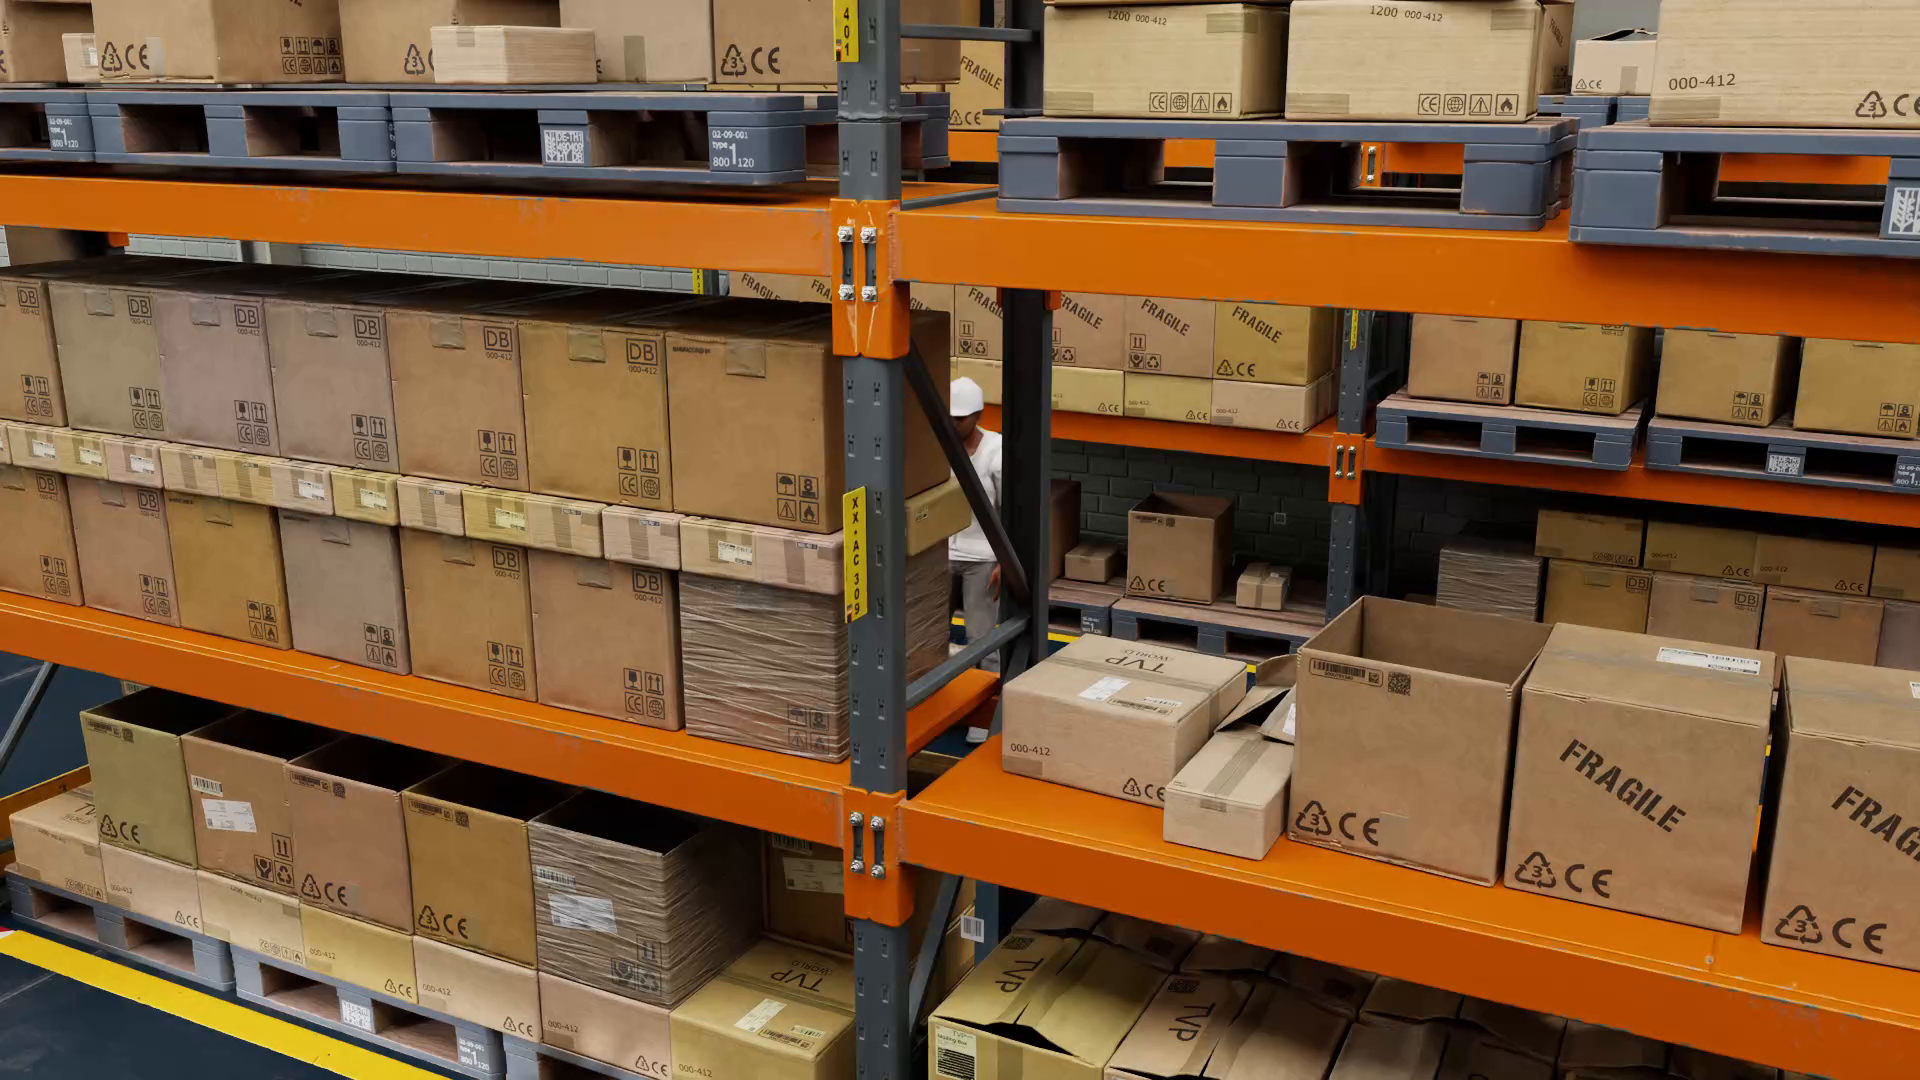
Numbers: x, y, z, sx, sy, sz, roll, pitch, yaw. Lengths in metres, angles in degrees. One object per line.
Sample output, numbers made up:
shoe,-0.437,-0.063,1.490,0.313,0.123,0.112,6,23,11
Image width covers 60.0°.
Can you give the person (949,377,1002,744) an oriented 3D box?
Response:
person,0.013,0.089,7.936,0.597,1.762,0.439,7,17,24
